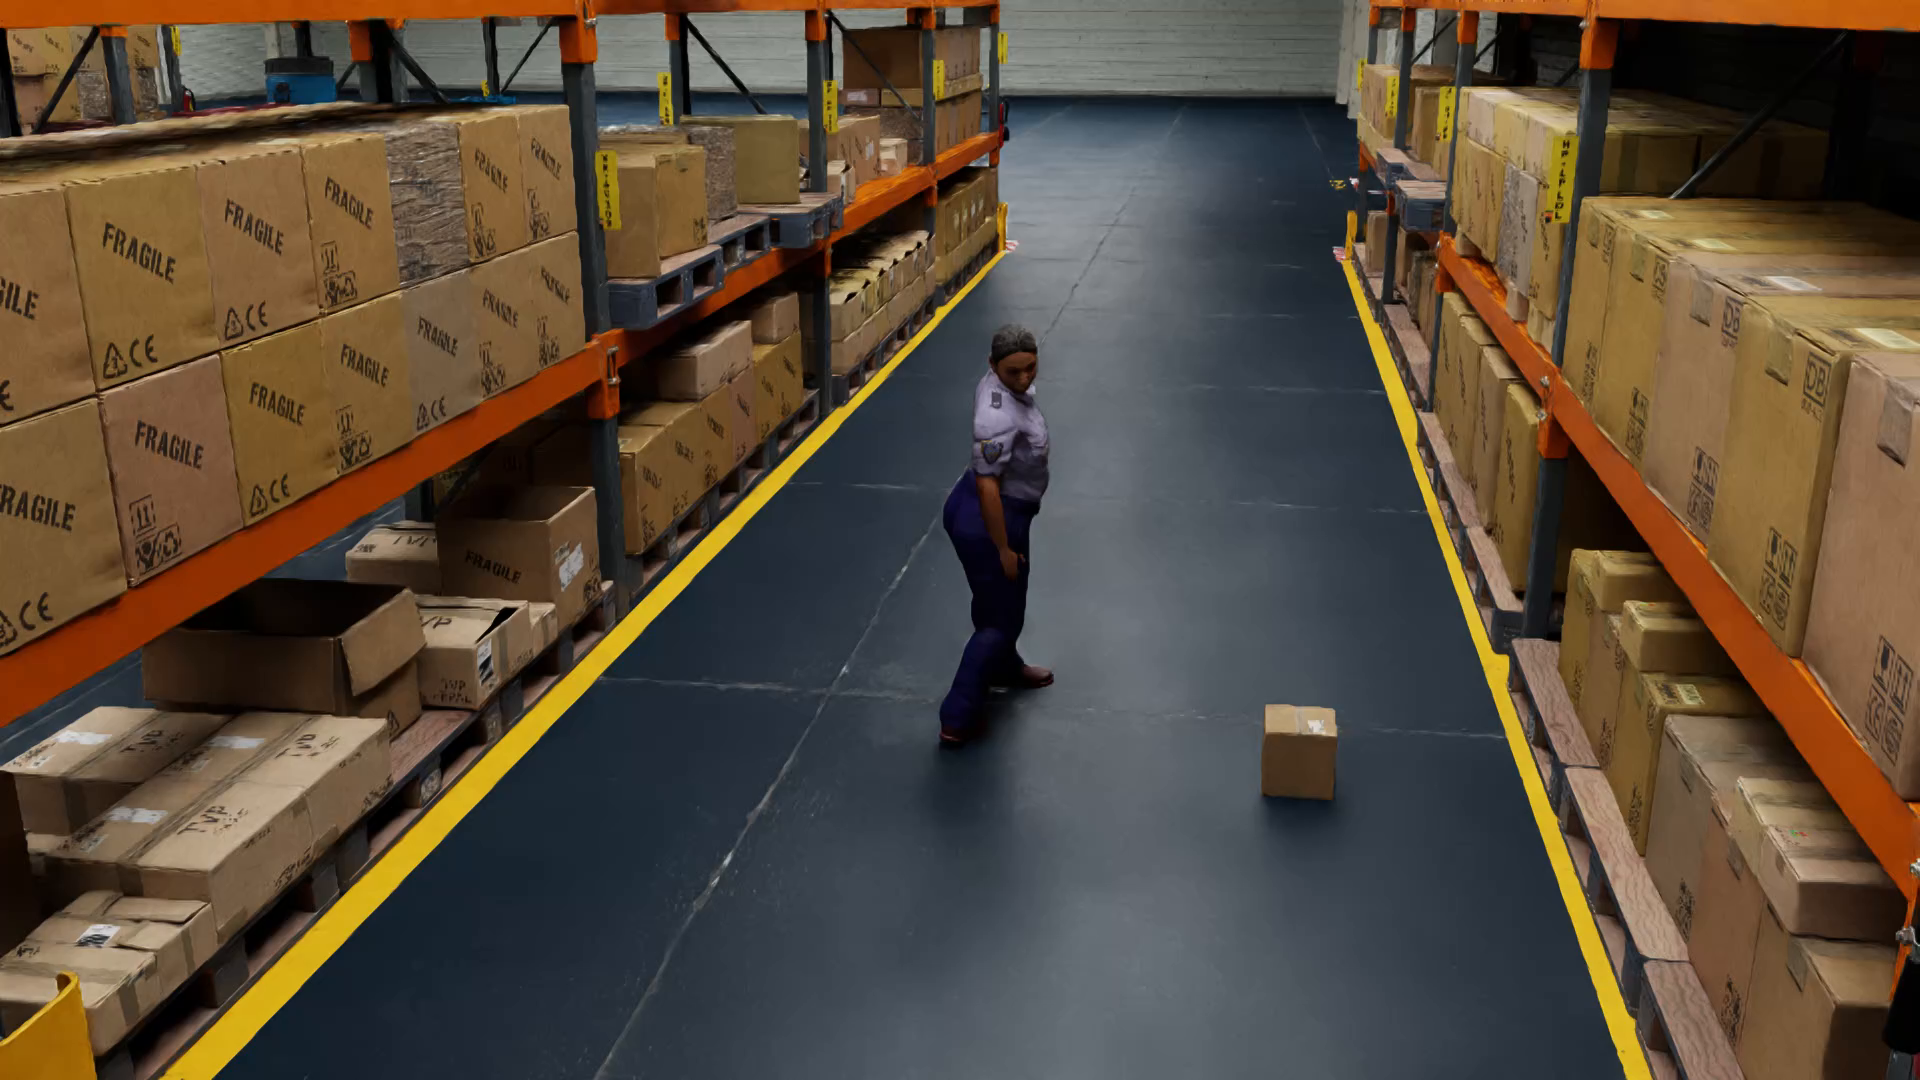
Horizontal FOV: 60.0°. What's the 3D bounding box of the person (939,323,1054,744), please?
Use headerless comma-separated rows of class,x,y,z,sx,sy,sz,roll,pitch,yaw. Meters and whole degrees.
person,0.155,-0.063,6.358,0.586,1.615,0.655,-4,18,-12
